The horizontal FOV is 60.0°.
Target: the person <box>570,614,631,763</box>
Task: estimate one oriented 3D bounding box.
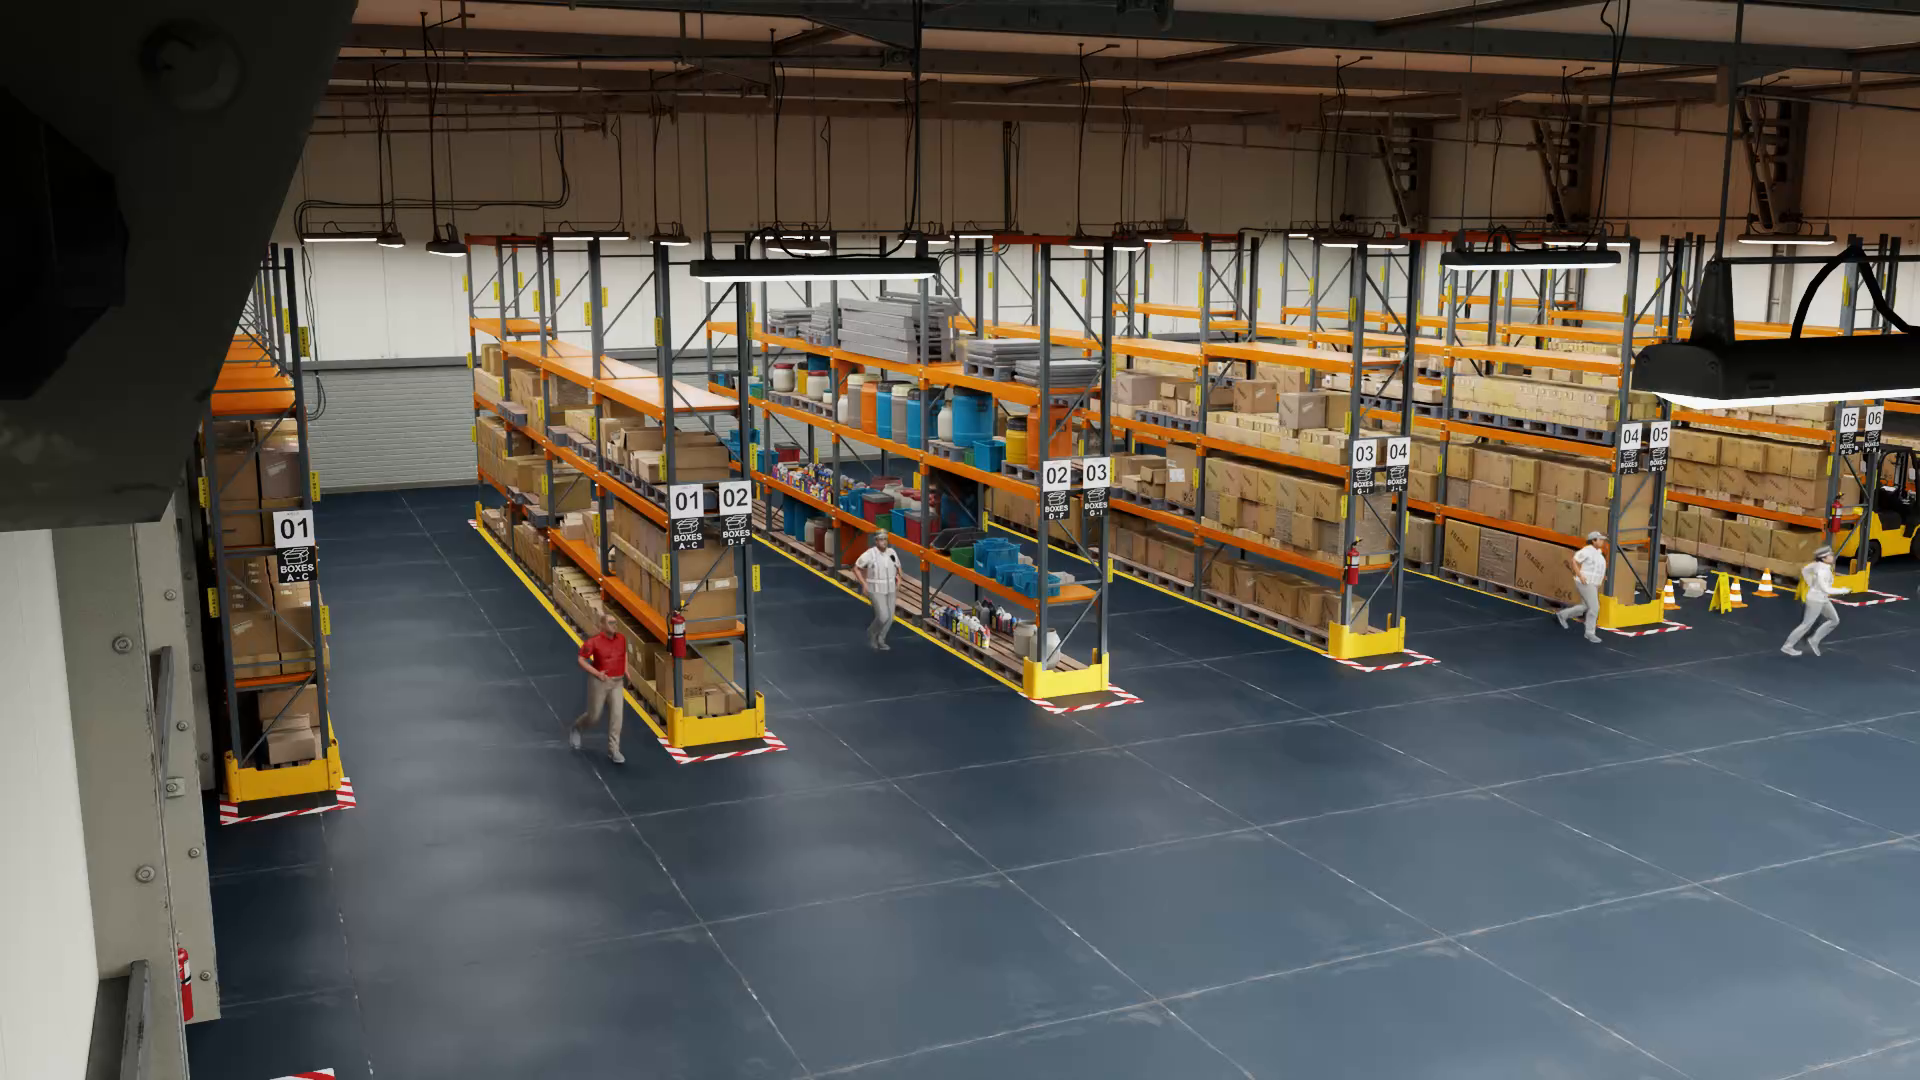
[{"bbox_3d":[-4.177,1.714,19.774,0.719,1.679,0.978,-9,14,-40],"label":"person"}]

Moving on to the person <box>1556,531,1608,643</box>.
[{"bbox_3d":[9.578,0.677,25.439,0.651,1.647,0.820,-11,15,-43],"label":"person"}]

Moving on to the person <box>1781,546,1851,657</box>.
[{"bbox_3d":[12.434,0.881,24.115,0.822,1.666,0.623,6,12,27],"label":"person"}]

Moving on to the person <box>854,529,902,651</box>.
[{"bbox_3d":[-1.073,0.714,23.359,0.664,1.761,0.590,-7,13,-33],"label":"person"}]
